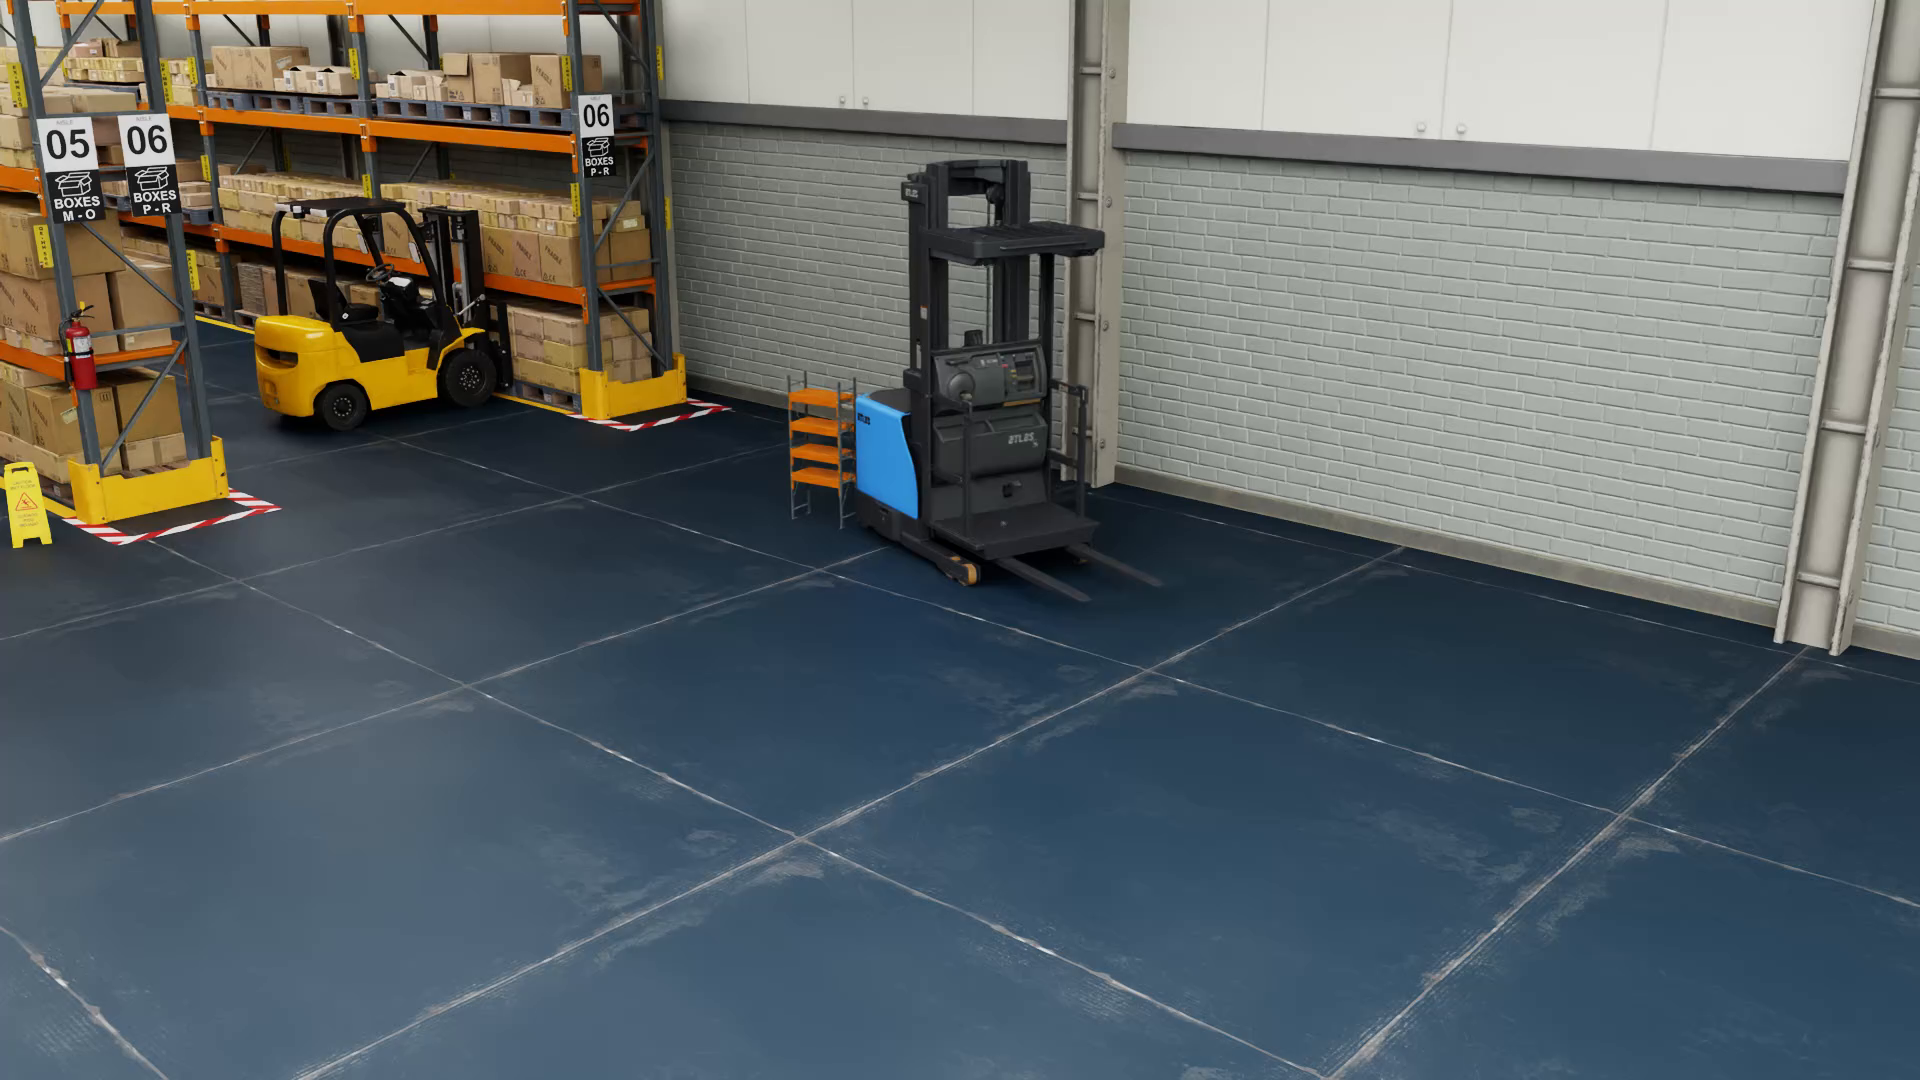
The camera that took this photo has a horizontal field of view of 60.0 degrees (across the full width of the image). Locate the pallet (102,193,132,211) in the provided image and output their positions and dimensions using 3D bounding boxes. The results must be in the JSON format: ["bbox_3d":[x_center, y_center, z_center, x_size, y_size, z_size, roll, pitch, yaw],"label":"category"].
[{"bbox_3d":[-11.876,-4.952,24.073,1.213,0.211,1.003,15,23,39],"label":"pallet"}]

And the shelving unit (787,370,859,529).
[{"bbox_3d":[-1.104,-0.733,13.439,0.503,1.200,0.258,10,20,30],"label":"shelving unit"}]

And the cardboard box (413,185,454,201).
[{"bbox_3d":[-5.924,-3.908,18.738,0.250,0.149,0.380,14,23,38],"label":"cardboard box"}]

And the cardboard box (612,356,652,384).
[{"bbox_3d":[-3.664,-1.851,17.838,0.500,0.250,0.500,15,23,39],"label":"cardboard box"}]

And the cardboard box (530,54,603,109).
[{"bbox_3d":[-3.919,-4.578,16.594,0.500,0.500,0.500,16,24,41],"label":"cardboard box"}]

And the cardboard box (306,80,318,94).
[{"bbox_3d":[-7.442,-5.332,19.551,0.250,0.149,0.380,15,23,39],"label":"cardboard box"}]

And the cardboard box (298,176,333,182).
[{"bbox_3d":[-8.235,-4.566,21.302,0.250,0.149,0.380,15,23,39],"label":"cardboard box"}]

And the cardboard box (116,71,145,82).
[{"bbox_3d":[-11.275,-6.333,22.706,0.250,0.149,0.380,16,23,40],"label":"cardboard box"}]

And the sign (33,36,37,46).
[{"bbox_3d":[-15.010,-8.005,26.953,0.005,0.325,0.100,15,23,39],"label":"sign"}]

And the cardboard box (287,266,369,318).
[{"bbox_3d":[-7.955,-3.101,21.154,0.625,0.625,0.875,14,22,37],"label":"cardboard box"}]

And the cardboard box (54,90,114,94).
[{"bbox_3d":[-7.194,-3.614,13.678,0.250,0.149,0.380,15,23,39],"label":"cardboard box"}]

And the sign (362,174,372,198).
[{"bbox_3d":[-6.771,-4.011,19.010,0.005,0.325,0.100,15,23,39],"label":"sign"}]

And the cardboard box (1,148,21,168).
[{"bbox_3d":[-7.379,-3.056,13.239,0.250,0.149,0.380,15,23,40],"label":"cardboard box"}]

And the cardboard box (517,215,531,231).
[{"bbox_3d":[-4.414,-3.345,17.455,0.250,0.149,0.380,15,23,39],"label":"cardboard box"}]

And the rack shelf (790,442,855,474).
[{"bbox_3d":[-1.104,-0.669,13.459,0.480,0.148,0.258,10,20,30],"label":"rack shelf"}]

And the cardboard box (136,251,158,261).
[{"bbox_3d":[-11.414,-3.883,23.827,0.500,0.500,0.500,14,22,38],"label":"cardboard box"}]

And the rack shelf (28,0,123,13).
[{"bbox_3d":[-13.897,-8.145,25.094,4.000,0.370,1.077,15,23,39],"label":"rack shelf"}]

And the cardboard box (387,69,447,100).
[{"bbox_3d":[-5.958,-5.035,18.347,0.500,0.311,0.500,16,23,40],"label":"cardboard box"}]

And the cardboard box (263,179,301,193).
[{"bbox_3d":[-8.545,-4.459,20.965,0.250,0.149,0.380,15,23,40],"label":"cardboard box"}]

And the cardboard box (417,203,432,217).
[{"bbox_3d":[-5.811,-3.691,18.547,0.250,0.149,0.380,16,23,40],"label":"cardboard box"}]

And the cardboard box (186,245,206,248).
[{"bbox_3d":[-10.694,-4.009,23.150,0.250,0.149,0.380,15,23,38],"label":"cardboard box"}]

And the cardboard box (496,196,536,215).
[{"bbox_3d":[-4.658,-3.525,17.530,0.250,0.149,0.380,16,23,41],"label":"cardboard box"}]

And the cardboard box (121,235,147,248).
[{"bbox_3d":[-12.051,-4.376,24.307,0.250,0.149,0.380,14,23,38],"label":"cardboard box"}]

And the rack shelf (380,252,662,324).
[{"bbox_3d":[-4.922,-2.878,18.409,4.000,0.370,1.077,15,23,39],"label":"rack shelf"}]

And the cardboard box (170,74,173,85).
[{"bbox_3d":[-10.410,-6.145,22.146,0.250,0.149,0.380,15,23,39],"label":"cardboard box"}]

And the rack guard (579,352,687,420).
[{"bbox_3d":[-3.408,-1.623,17.398,0.348,0.500,1.175,15,23,39],"label":"rack guard"}]

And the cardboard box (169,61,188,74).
[{"bbox_3d":[-10.222,-6.236,21.940,0.250,0.149,0.380,14,22,37],"label":"cardboard box"}]

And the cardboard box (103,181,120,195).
[{"bbox_3d":[-11.801,-5.224,23.755,0.500,0.500,0.700,15,23,40],"label":"cardboard box"}]

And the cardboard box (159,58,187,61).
[{"bbox_3d":[-10.930,-6.591,23.025,0.250,0.149,0.380,16,23,41],"label":"cardboard box"}]

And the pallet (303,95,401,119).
[{"bbox_3d":[-7.086,-5.135,19.690,1.217,0.209,0.805,14,22,37],"label":"pallet"}]

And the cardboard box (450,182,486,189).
[{"bbox_3d":[-5.612,-4.015,19.075,0.250,0.149,0.380,15,23,39],"label":"cardboard box"}]

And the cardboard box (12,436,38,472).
[{"bbox_3d":[-7.884,-0.792,14.500,0.500,0.250,0.500,15,23,39],"label":"cardboard box"}]

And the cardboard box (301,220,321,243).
[{"bbox_3d":[-7.699,-3.799,20.371,0.500,0.250,0.500,15,23,40],"label":"cardboard box"}]

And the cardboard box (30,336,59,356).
[{"bbox_3d":[-7.403,-1.628,13.697,0.250,0.149,0.380,15,23,39],"label":"cardboard box"}]

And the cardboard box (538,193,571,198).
[{"bbox_3d":[-4.305,-3.644,17.904,0.250,0.149,0.380,16,24,41],"label":"cardboard box"}]

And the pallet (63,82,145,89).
[{"bbox_3d":[-11.960,-6.422,23.739,1.003,0.211,1.213,15,23,39],"label":"pallet"}]

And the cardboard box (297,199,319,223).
[{"bbox_3d":[-7.723,-4.035,20.289,0.500,0.250,0.500,16,23,40],"label":"cardboard box"}]

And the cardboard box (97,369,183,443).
[{"bbox_3d":[-7.156,-1.171,14.455,0.500,0.500,0.500,14,22,37],"label":"cardboard box"}]

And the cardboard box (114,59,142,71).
[{"bbox_3d":[-11.278,-6.473,22.654,0.250,0.149,0.380,15,23,40],"label":"cardboard box"}]

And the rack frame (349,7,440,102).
[{"bbox_3d":[-6.418,-6.481,18.658,0.127,3.000,1.000,15,23,39],"label":"rack frame"}]

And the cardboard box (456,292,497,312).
[{"bbox_3d":[-5.509,-2.618,18.600,0.500,0.250,0.500,16,24,41],"label":"cardboard box"}]

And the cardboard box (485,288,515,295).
[{"bbox_3d":[-5.163,-2.730,18.954,0.500,0.250,0.500,15,23,40],"label":"cardboard box"}]

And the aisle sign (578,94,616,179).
[{"bbox_3d":[-3.572,-3.978,16.391,0.004,0.787,0.394,15,23,39],"label":"aisle sign"}]

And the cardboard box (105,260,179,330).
[{"bbox_3d":[-6.888,-2.042,13.931,0.500,0.500,0.500,15,23,38],"label":"cardboard box"}]

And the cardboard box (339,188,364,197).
[{"bbox_3d":[-7.174,-4.106,19.853,0.250,0.149,0.380,15,23,39],"label":"cardboard box"}]

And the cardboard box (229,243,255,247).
[{"bbox_3d":[-10.155,-4.085,23.391,0.250,0.149,0.380,14,22,37],"label":"cardboard box"}]

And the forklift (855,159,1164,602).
[{"bbox_3d":[0.339,-1.220,12.111,1.130,2.935,3.031,-10,20,-29],"label":"forklift"}]

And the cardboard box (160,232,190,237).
[{"bbox_3d":[-11.547,-4.439,24.506,0.250,0.149,0.380,15,23,40],"label":"cardboard box"}]

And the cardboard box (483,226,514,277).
[{"bbox_3d":[-4.734,-3.115,17.803,0.500,0.500,0.500,14,23,38],"label":"cardboard box"}]

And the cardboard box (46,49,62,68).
[{"bbox_3d":[-12.939,-7.013,24.223,0.500,0.250,0.500,15,23,39],"label":"cardboard box"}]

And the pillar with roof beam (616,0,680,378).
[{"bbox_3d":[-6.206,-5.048,14.142,0.400,9.000,9.100,15,23,39],"label":"pillar with roof beam"}]
